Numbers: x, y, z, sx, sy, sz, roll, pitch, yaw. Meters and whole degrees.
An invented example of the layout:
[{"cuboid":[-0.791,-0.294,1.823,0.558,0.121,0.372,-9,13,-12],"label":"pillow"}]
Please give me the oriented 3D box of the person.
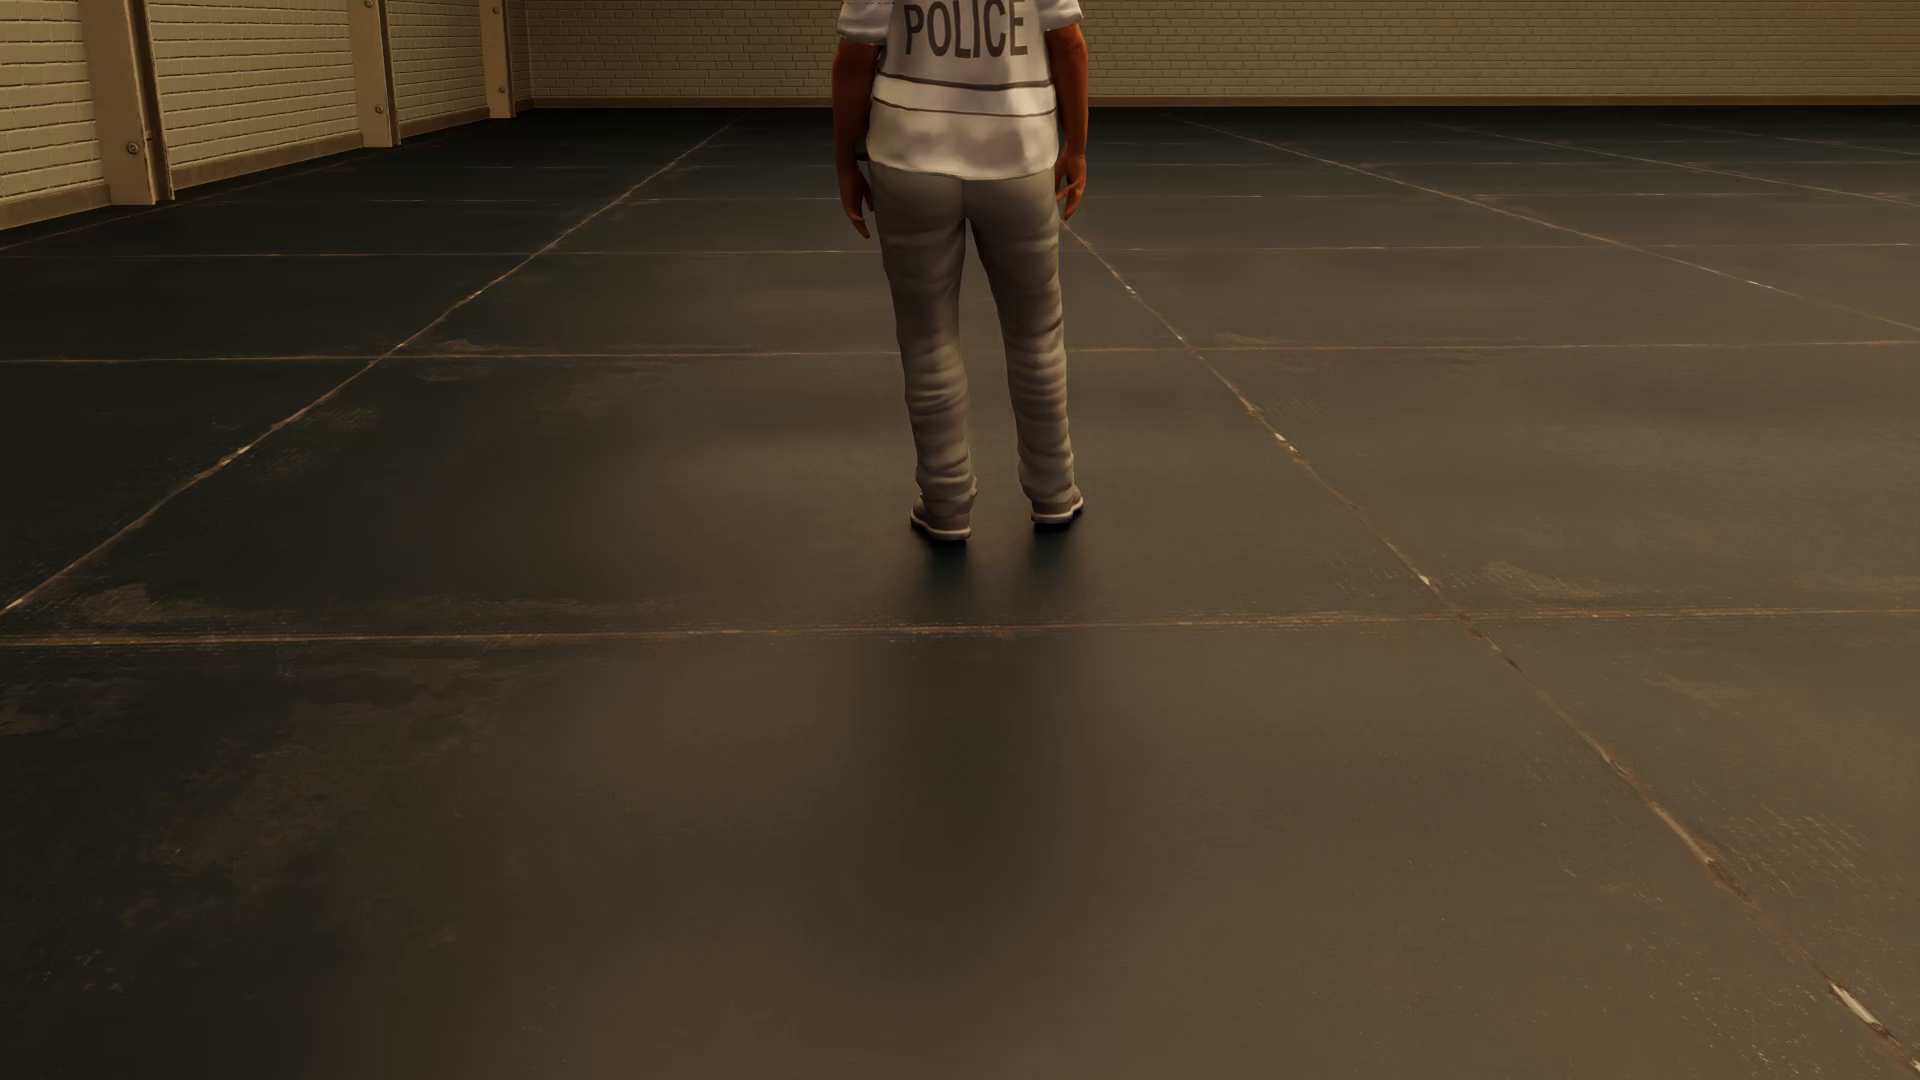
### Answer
[{"cuboid":[0.018,-0.827,3.746,0.599,1.670,0.529,-1,17,-3],"label":"person"}]
